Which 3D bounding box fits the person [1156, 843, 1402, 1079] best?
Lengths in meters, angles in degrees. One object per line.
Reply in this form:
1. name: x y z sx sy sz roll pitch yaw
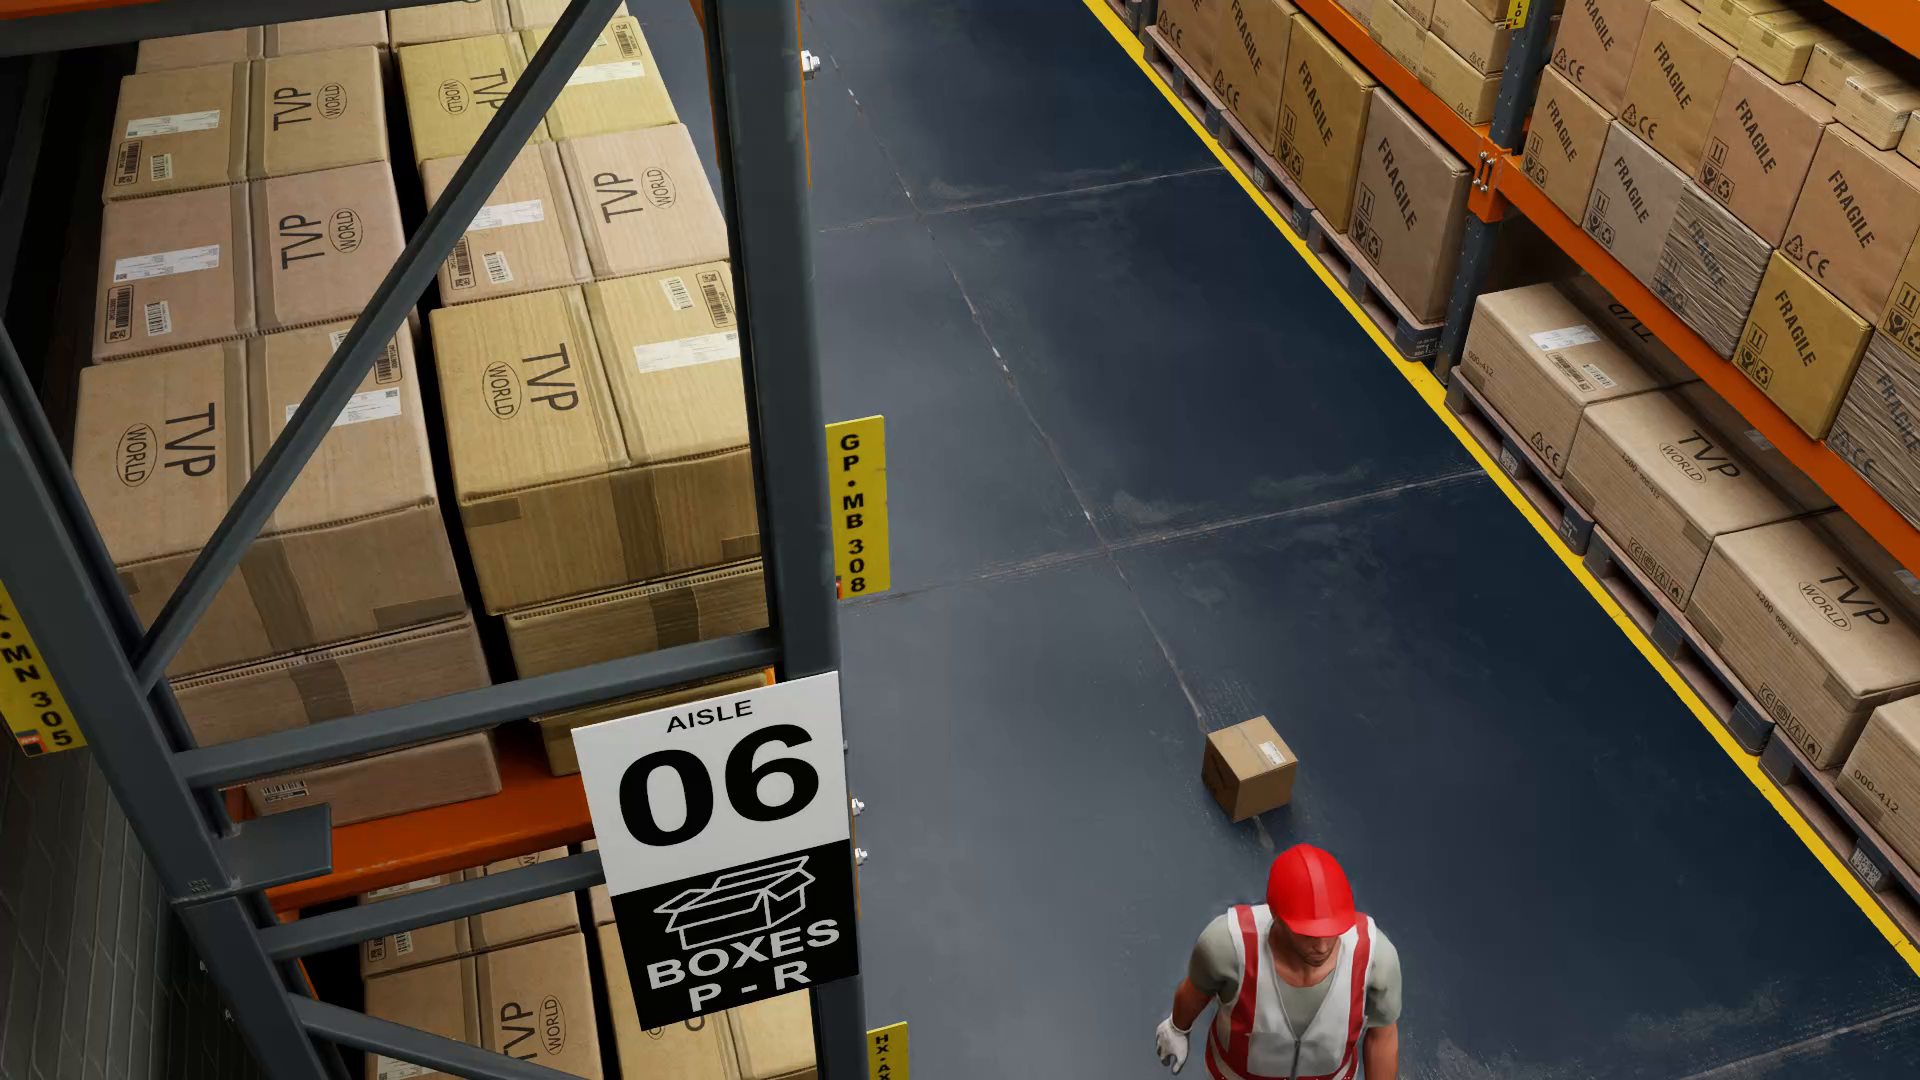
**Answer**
1. person: 0.859 1.499 4.441 0.588 1.727 1.036 -2 42 -2
